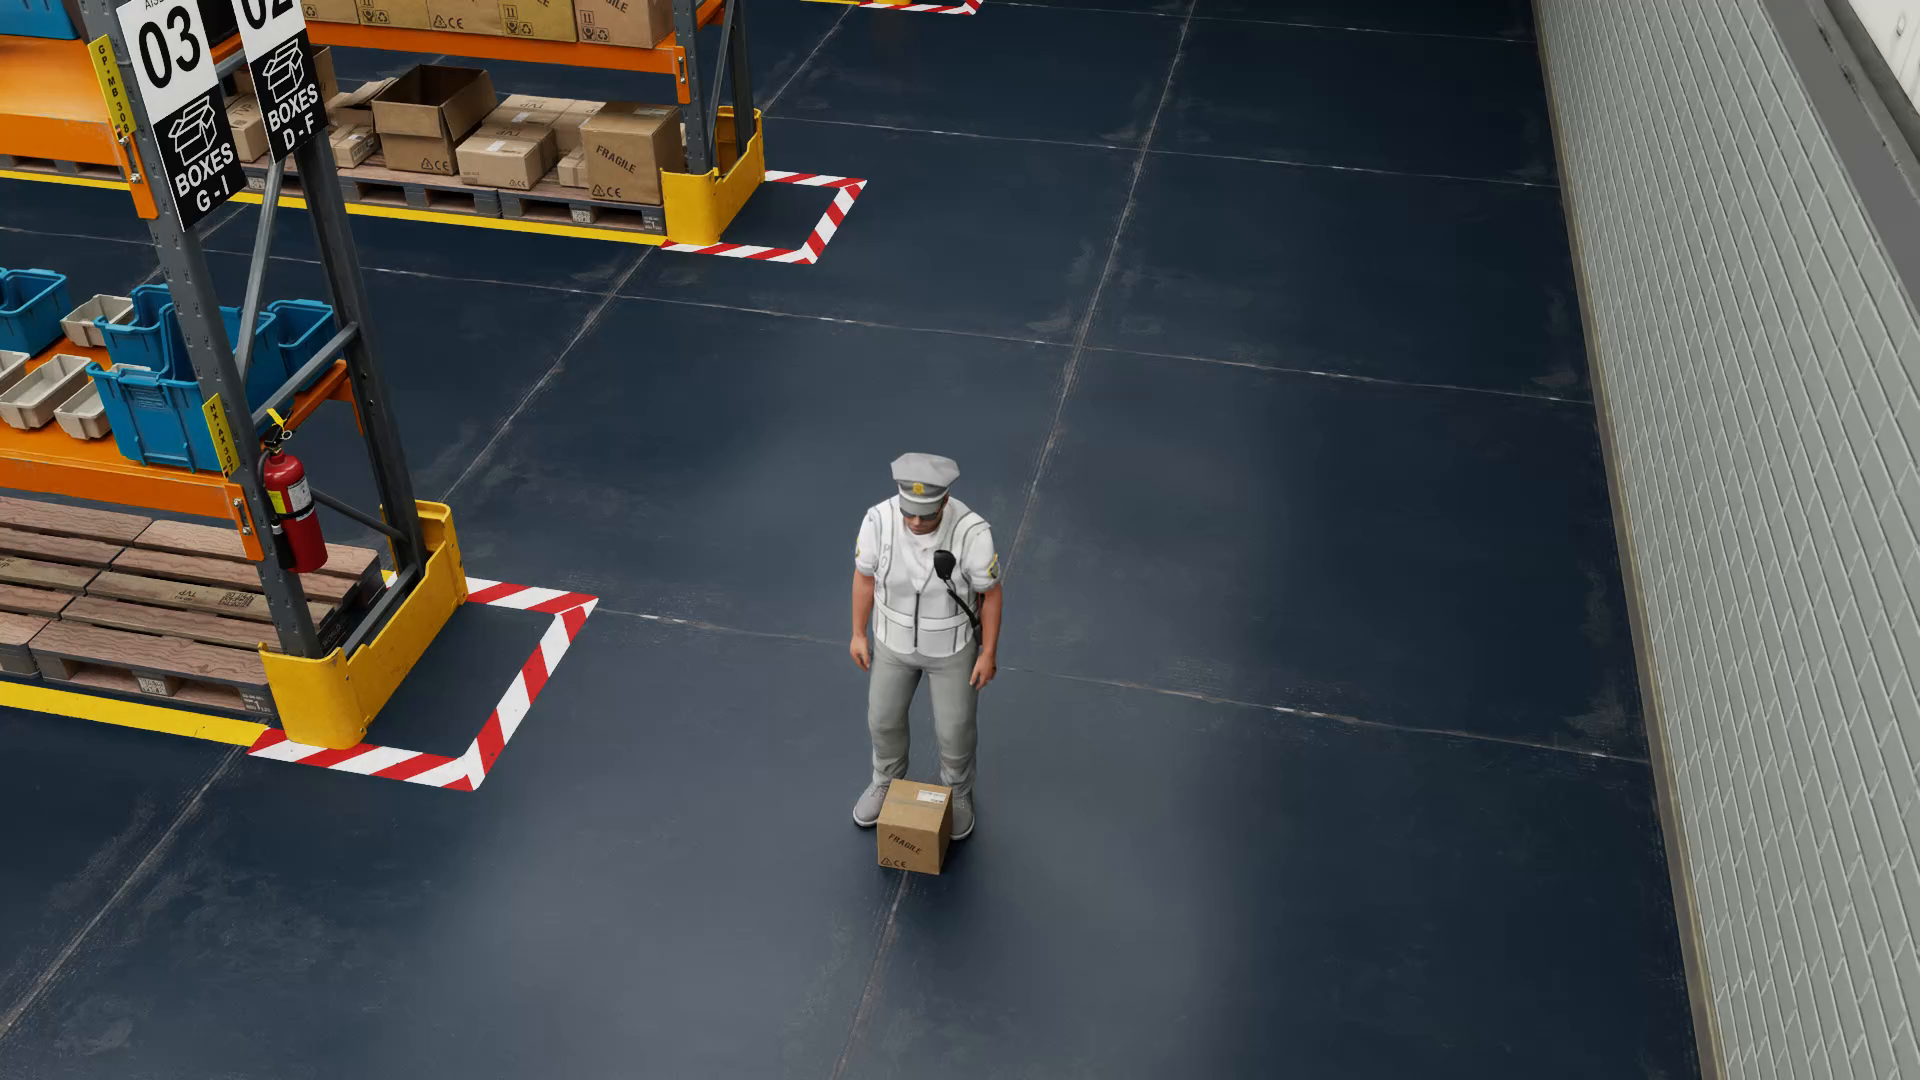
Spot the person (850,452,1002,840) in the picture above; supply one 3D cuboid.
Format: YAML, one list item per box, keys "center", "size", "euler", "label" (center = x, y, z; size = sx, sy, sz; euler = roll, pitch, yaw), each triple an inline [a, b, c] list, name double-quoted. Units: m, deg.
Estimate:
- center: [-0.131, 0.384, 6.437]
  size: [0.586, 1.748, 0.438]
  euler: [8, 37, 10]
  label: "person"
